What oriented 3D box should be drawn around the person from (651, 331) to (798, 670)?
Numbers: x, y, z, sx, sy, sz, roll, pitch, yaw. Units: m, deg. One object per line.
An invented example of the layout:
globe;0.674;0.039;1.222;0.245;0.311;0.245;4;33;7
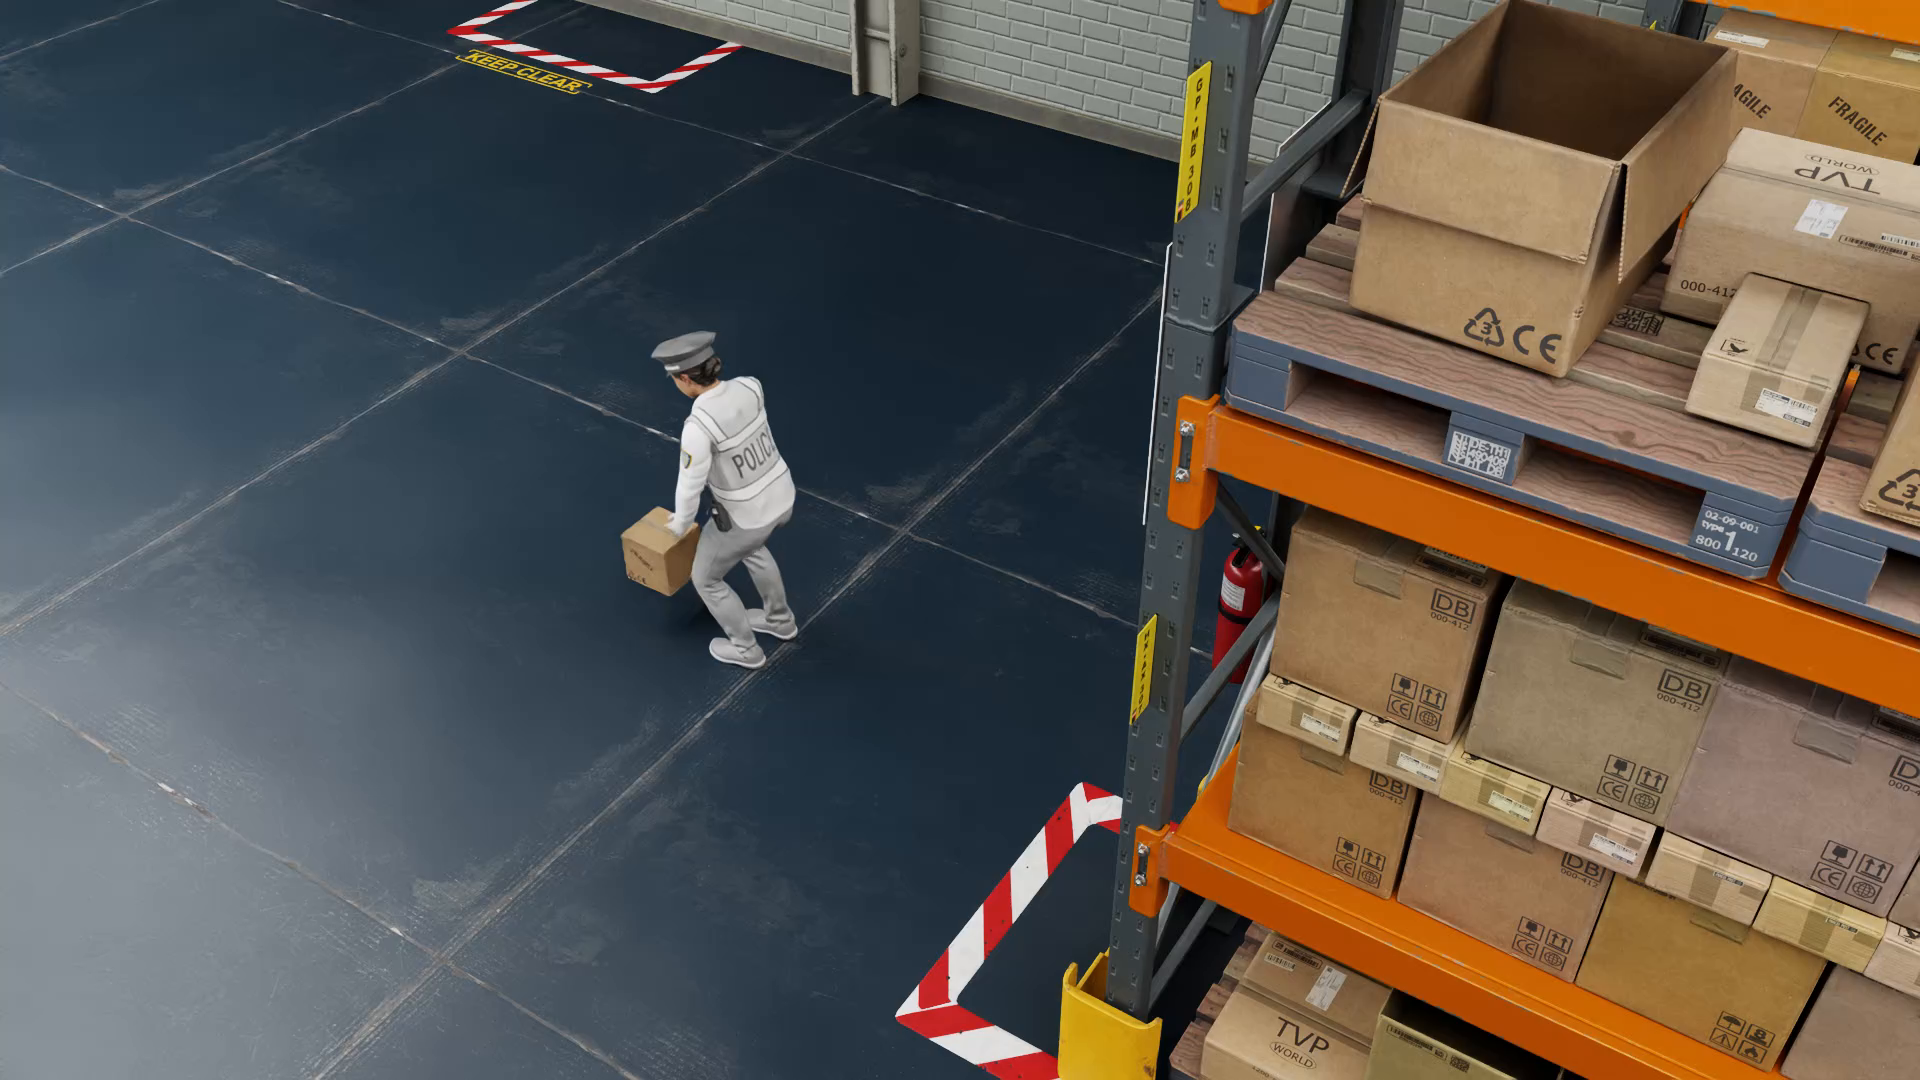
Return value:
person;-0.965;-0.142;6.938;0.526;1.576;0.516;23;44;26
